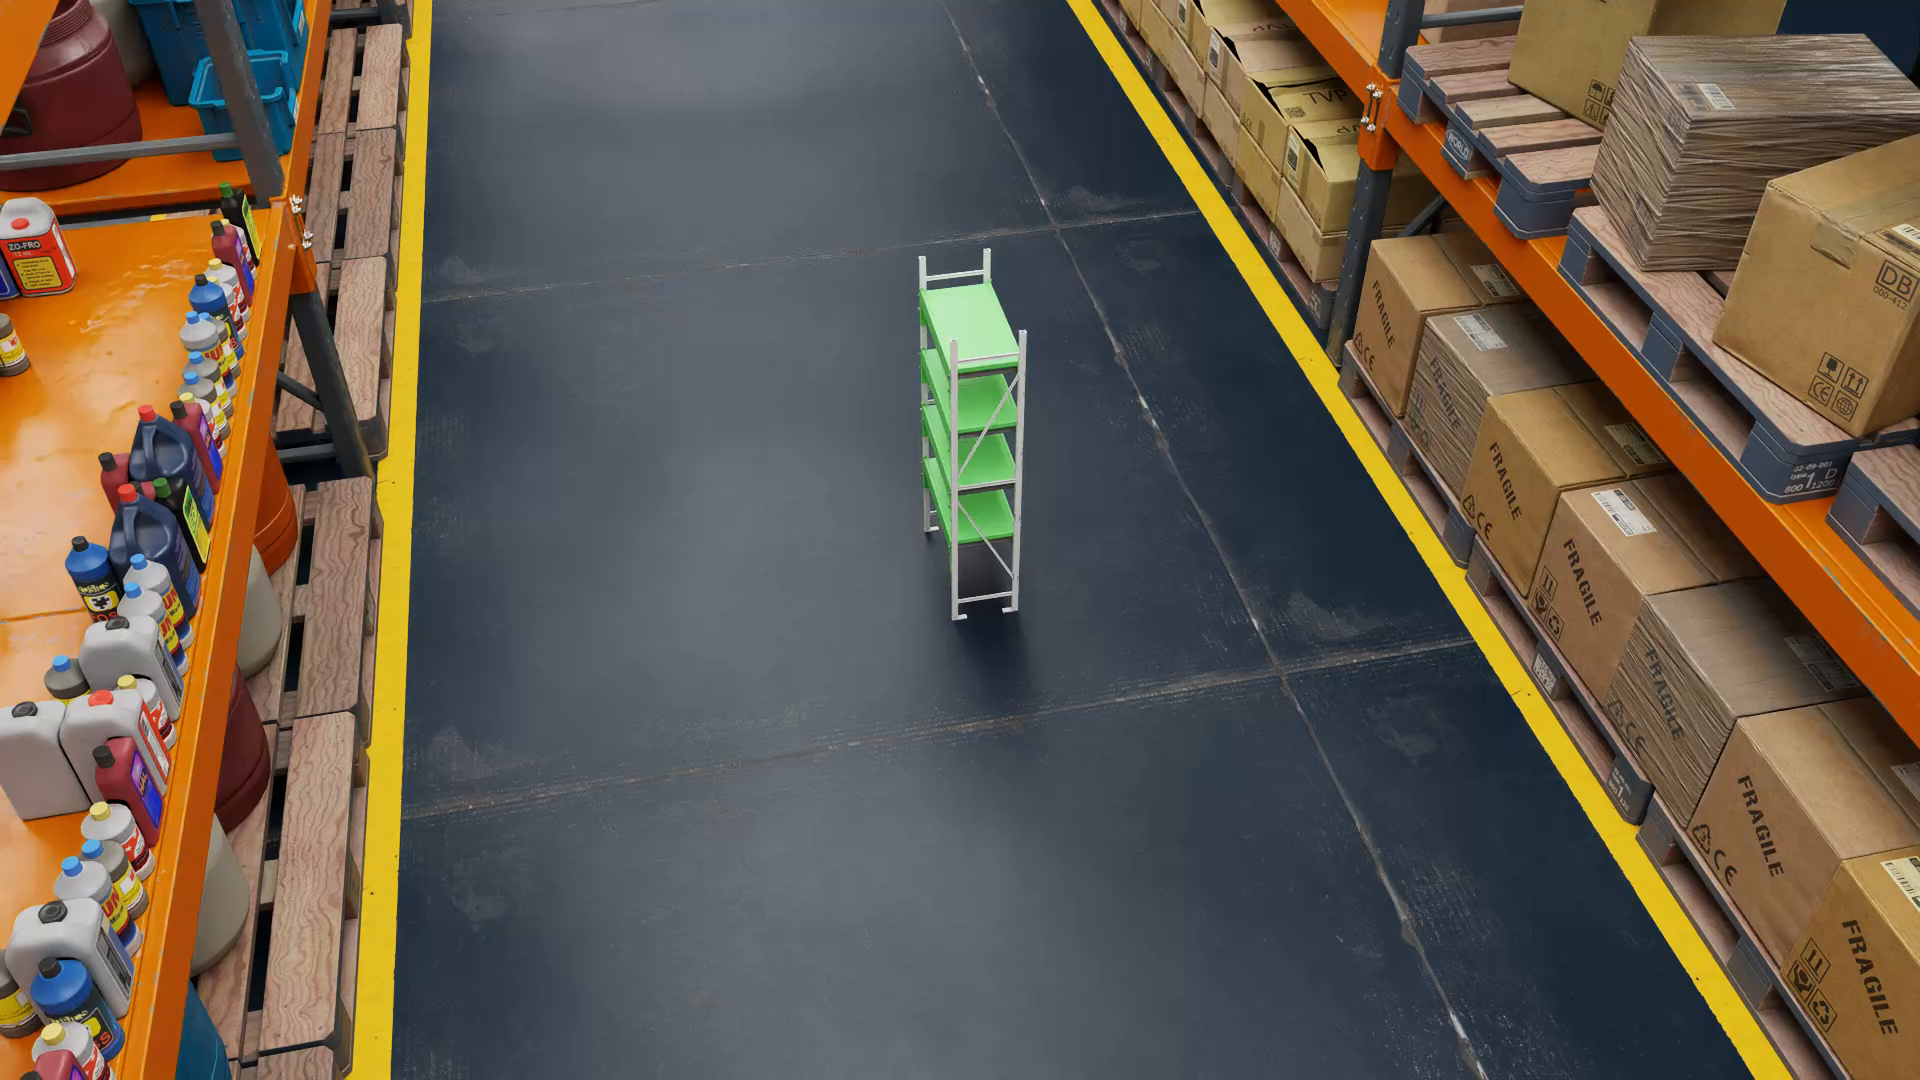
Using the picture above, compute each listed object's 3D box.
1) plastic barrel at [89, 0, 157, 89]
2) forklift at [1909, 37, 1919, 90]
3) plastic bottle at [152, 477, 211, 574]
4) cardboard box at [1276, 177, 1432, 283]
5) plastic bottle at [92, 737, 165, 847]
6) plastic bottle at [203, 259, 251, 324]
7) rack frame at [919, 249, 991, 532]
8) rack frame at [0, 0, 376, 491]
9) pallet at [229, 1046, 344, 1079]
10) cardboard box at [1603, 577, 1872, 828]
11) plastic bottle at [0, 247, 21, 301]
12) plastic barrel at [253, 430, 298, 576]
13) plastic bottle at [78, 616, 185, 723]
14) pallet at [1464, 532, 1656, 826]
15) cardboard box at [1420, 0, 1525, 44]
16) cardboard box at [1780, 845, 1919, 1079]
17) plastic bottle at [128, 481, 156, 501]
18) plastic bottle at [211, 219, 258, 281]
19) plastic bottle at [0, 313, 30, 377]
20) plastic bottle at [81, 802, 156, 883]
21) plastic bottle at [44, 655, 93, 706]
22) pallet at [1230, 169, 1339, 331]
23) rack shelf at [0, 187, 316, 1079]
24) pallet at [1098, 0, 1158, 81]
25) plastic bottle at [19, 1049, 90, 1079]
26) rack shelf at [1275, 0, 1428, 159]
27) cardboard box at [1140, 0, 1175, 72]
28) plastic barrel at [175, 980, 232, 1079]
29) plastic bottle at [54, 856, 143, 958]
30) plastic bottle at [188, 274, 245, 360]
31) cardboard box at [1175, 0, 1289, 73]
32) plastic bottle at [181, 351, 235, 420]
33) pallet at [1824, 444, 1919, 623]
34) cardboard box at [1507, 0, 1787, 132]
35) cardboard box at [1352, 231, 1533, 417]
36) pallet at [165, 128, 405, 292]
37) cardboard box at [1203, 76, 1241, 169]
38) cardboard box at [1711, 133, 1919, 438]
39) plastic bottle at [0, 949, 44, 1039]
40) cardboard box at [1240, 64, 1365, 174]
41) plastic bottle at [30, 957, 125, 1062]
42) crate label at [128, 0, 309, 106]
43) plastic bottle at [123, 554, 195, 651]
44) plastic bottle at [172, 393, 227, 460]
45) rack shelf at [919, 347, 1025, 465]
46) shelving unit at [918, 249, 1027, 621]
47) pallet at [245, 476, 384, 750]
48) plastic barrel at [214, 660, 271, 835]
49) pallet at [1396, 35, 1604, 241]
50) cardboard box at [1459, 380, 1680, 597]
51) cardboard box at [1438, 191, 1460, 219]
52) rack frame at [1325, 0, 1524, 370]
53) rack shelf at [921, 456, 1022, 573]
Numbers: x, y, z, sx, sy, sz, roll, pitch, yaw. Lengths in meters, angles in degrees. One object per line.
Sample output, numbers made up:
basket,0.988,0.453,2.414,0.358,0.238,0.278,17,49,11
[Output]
plastic barrel,-3.195,-1.928,6.078,0.421,0.512,0.421,0,42,0
forklift,4.392,-2.031,6.330,1.130,2.935,3.031,-9,42,-10
plastic bottle,-1.945,-0.058,4.144,0.061,0.283,0.133,-8,42,-9
cardboard box,1.721,-1.392,7.314,0.500,0.250,0.500,-7,42,-8
plastic bottle,-1.755,0.512,3.502,0.061,0.283,0.133,-8,42,-9
plastic bottle,-2.204,-0.748,4.983,0.097,0.201,0.097,0,42,0
rack frame,-0.017,-0.500,5.909,0.240,1.200,0.015,-8,42,-9
rack frame,-2.764,-1.250,5.399,1.000,3.000,0.127,-8,42,-9
pallet,-2.027,1.879,3.974,1.003,0.211,1.213,-8,42,-9
cardboard box,2.344,0.480,5.001,0.500,0.500,0.500,-8,42,-9
plastic bottle,-2.987,-0.877,5.072,0.152,0.276,0.135,-8,42,-9
plastic barrel,-2.642,-0.281,5.625,0.600,0.830,0.708,-8,42,-9
plastic bottle,-1.879,0.284,3.764,0.152,0.276,0.135,-8,42,-9
pallet,2.457,0.364,5.681,1.003,0.211,1.213,-8,42,-9
cardboard box,2.037,-2.166,6.498,0.500,0.311,0.500,-6,42,-7
cardboard box,2.550,1.127,4.273,0.500,0.500,0.500,-9,42,-10
plastic bottle,-2.005,-0.050,4.134,0.061,0.283,0.133,-8,42,-9
plastic bottle,-2.253,-0.897,5.151,0.097,0.201,0.097,0,42,0
plastic bottle,-2.769,-0.579,4.793,0.097,0.201,0.097,0,42,0
plastic bottle,-1.748,0.620,3.442,0.097,0.201,0.097,0,42,0
plastic bottle,-1.997,0.342,3.755,0.097,0.201,0.097,0,42,0
pallet,1.933,-1.454,7.729,1.003,0.211,1.213,-8,42,-9
rack shelf,-2.333,0.315,4.177,1.077,0.370,4.000,-8,42,-9
pallet,1.407,-3.036,9.511,1.003,0.211,1.213,-8,42,-9
plastic bottle,-1.592,1.001,2.951,0.061,0.283,0.133,-8,42,-9
rack shelf,1.641,-2.985,7.895,1.077,0.370,4.000,-8,42,-9
cardboard box,1.278,-2.715,8.804,0.500,0.250,0.500,-10,42,-11
plastic barrel,-2.155,1.156,3.952,0.600,0.901,0.708,-8,42,-9
plastic bottle,-1.706,0.720,3.276,0.097,0.271,0.097,0,42,0
plastic bottle,-2.162,-0.648,4.817,0.097,0.271,0.097,0,42,0
cardboard box,1.389,-2.589,8.239,0.500,0.311,0.500,-7,42,-8
plastic bottle,-2.099,-0.432,4.627,0.097,0.201,0.097,0,42,0
pallet,2.871,0.173,3.940,1.003,0.211,1.213,-8,42,-9
cardboard box,2.319,-1.760,5.581,0.700,0.500,0.500,-22,46,-23
cardboard box,1.892,-0.851,6.501,0.500,0.500,0.500,-7,42,-7
pallet,-3.154,-1.504,7.786,1.003,0.211,1.213,-8,42,-9
cardboard box,1.501,-2.052,8.058,0.500,0.250,0.500,-7,42,-8
cardboard box,2.495,-0.696,4.382,0.700,0.500,0.500,-19,45,-20
plastic bottle,-1.826,0.855,3.177,0.097,0.201,0.097,0,42,0
cardboard box,1.601,-1.936,7.504,0.500,0.311,0.500,-9,42,-10
plastic bottle,-1.656,0.870,3.107,0.097,0.271,0.097,0,42,0
crate label,-2.715,-1.946,6.156,0.502,0.435,0.616,-8,42,-9
plastic bottle,-1.898,0.143,3.926,0.097,0.271,0.097,0,42,0
plastic bottle,-2.057,-0.306,4.485,0.097,0.201,0.097,0,42,0
rack shelf,0.036,-0.473,5.614,0.258,0.148,0.480,-8,42,-9
shelving unit,0.036,-0.341,5.731,0.258,1.200,0.503,-8,42,-9
pallet,-2.554,0.298,5.756,1.003,0.211,1.213,-8,42,-9
plastic barrel,-2.398,0.541,4.881,0.600,0.588,0.708,-8,42,-9
pallet,2.288,-1.456,5.776,1.213,0.211,1.003,-8,42,-9
cardboard box,2.114,-0.187,5.753,0.500,0.500,0.500,-9,42,-10
cardboard box,2.247,-1.678,7.213,0.500,0.311,0.500,-7,42,-8
rack frame,2.073,-1.958,6.196,1.000,3.000,0.127,-8,42,-9
rack shelf,0.036,-0.114,5.933,0.258,0.148,0.480,-8,42,-9
